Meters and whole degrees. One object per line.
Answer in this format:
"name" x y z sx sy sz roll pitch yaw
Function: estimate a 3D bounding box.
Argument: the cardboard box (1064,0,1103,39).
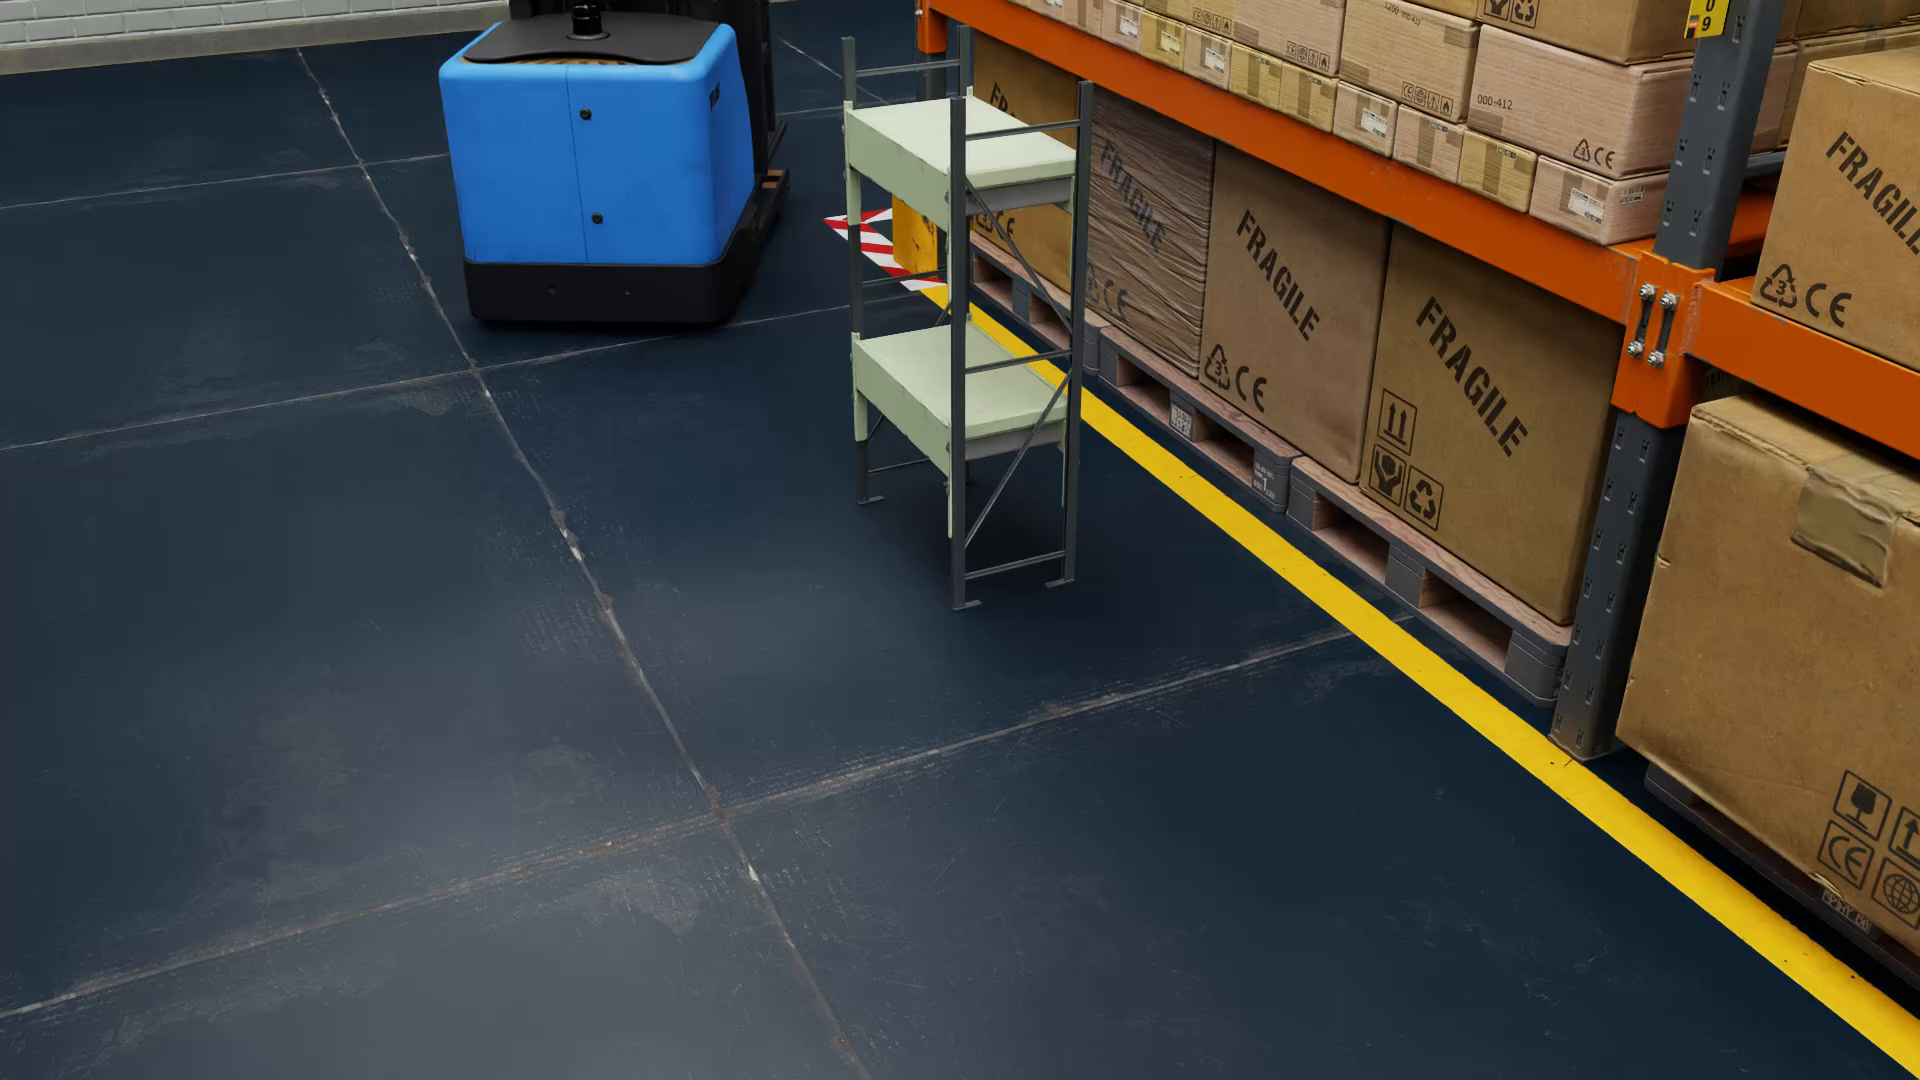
"cardboard box" 0.585 -1.844 5.729 0.380 0.149 0.250 -14 32 -23

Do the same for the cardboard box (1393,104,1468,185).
"cardboard box" 1.358 -1.050 4.313 0.380 0.149 0.250 -14 32 -23

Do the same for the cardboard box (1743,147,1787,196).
"cardboard box" 2.178 -0.958 4.148 0.380 0.149 0.250 -13 32 -22

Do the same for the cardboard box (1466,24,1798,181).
"cardboard box" 1.578 -1.071 3.942 0.500 0.250 0.500 -14 32 -23

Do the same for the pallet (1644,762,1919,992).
"pallet" 2.404 0.675 3.831 1.003 0.211 1.213 -13 32 -22

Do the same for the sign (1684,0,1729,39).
"sign" 1.504 -1.162 3.289 0.100 0.325 0.005 -13 32 -22

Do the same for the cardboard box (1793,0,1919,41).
"cardboard box" 2.030 -1.523 3.982 0.500 0.500 0.500 -13 32 -22

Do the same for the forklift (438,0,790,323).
"forklift" -1.414 -2.830 7.300 1.130 2.935 3.031 1 29 2

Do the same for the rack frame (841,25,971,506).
"rack frame" -0.154 -0.813 5.166 0.400 1.500 0.023 -13 32 -22

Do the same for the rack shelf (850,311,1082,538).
"rack shelf" 0.003 -0.367 5.037 0.431 0.370 0.720 -13 32 -22

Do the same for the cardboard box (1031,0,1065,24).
"cardboard box" 0.477 -1.957 5.930 0.380 0.149 0.250 -14 32 -23

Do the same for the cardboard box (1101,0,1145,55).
"cardboard box" 0.696 -1.730 5.526 0.380 0.149 0.250 -13 32 -23

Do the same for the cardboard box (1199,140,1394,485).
"cardboard box" 1.408 -0.829 5.404 0.875 0.875 0.875 -13 32 -22

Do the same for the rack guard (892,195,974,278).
"rack guard" 0.278 -1.554 7.510 1.175 0.500 0.348 -13 32 -22

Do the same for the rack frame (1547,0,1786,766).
"rack frame" 2.005 -0.867 3.729 1.000 3.000 0.127 -13 32 -22

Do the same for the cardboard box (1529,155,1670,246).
"cardboard box" 1.578 -0.823 3.908 0.380 0.149 0.250 -13 32 -22

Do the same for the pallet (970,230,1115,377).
"pallet" 0.702 -1.080 6.961 1.003 0.211 1.213 -13 32 -22

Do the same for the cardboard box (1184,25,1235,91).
"cardboard box" 0.918 -1.503 5.121 0.380 0.149 0.250 -13 32 -21

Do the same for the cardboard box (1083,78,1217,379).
"cardboard box" 1.026 -1.222 6.106 0.875 0.875 0.875 -13 32 -22

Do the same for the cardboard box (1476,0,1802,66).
"cardboard box" 1.566 -1.405 3.771 0.500 0.500 0.500 -12 31 -21

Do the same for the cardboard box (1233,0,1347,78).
"cardboard box" 1.135 -1.524 4.751 0.500 0.250 0.500 -12 32 -21

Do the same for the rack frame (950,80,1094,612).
"rack frame" 0.160 -0.490 4.590 0.400 1.500 0.023 -13 32 -22

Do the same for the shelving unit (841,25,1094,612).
"shelving unit" 0.003 -0.651 4.878 0.431 1.500 0.755 -13 32 -22

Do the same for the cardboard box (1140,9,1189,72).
"cardboard box" 0.804 -1.619 5.327 0.380 0.149 0.250 -14 32 -23

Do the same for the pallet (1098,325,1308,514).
"pallet" 1.222 -0.542 6.001 1.003 0.211 1.213 -13 32 -22

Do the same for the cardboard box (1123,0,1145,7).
"cardboard box" 0.692 -1.978 5.560 0.500 0.250 0.500 -14 32 -24

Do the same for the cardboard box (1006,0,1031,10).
"cardboard box" 0.364 -2.072 6.135 0.380 0.149 0.250 -14 32 -23

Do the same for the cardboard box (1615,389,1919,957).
"cardboard box" 2.298 0.155 3.649 1.225 0.875 0.875 -13 32 -22

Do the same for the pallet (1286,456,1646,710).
"pallet" 1.749 -0.003 5.039 1.003 0.211 1.213 -13 32 -22

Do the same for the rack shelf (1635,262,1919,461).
"rack shelf" 2.864 0.331 2.329 1.077 0.370 4.000 -13 32 -22

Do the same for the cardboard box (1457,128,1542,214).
"cardboard box" 1.467 -0.937 4.111 0.380 0.149 0.250 -12 32 -21

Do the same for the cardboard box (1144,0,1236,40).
"cardboard box" 0.920 -1.749 5.151 0.500 0.250 0.500 -14 32 -23

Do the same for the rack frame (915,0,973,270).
"rack frame" 0.288 -2.634 6.880 1.000 3.000 0.127 -13 32 -22

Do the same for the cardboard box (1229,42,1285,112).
"cardboard box" 1.026 -1.391 4.920 0.380 0.149 0.250 -14 32 -23

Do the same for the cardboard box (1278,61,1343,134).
"cardboard box" 1.136 -1.277 4.718 0.380 0.149 0.250 -12 32 -21

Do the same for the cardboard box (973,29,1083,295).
"cardboard box" 0.635 -1.624 6.822 0.875 0.875 0.875 -13 32 -22

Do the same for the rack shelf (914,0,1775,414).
"rack shelf" 1.146 -1.436 5.480 1.077 0.370 4.000 -13 32 -22

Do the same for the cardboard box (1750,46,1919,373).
"cardboard box" 1.977 -0.655 3.248 0.500 0.500 0.500 -13 32 -22

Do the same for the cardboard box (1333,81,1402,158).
"cardboard box" 1.247 -1.164 4.515 0.380 0.149 0.250 -12 32 -21

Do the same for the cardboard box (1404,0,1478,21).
"cardboard box" 1.355 -1.627 4.167 0.500 0.500 0.500 -13 32 -21

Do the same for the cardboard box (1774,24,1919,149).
"cardboard box" 2.040 -1.193 4.161 0.500 0.250 0.500 -14 32 -23

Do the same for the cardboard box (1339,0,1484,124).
"cardboard box" 1.354 -1.299 4.349 0.500 0.250 0.500 -12 31 -20

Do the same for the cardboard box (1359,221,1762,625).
"cardboard box" 1.794 -0.431 4.695 0.875 0.875 0.875 -13 32 -22

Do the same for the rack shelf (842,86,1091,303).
"rack shelf" 0.003 -0.992 4.687 0.431 0.370 0.720 -13 32 -22
